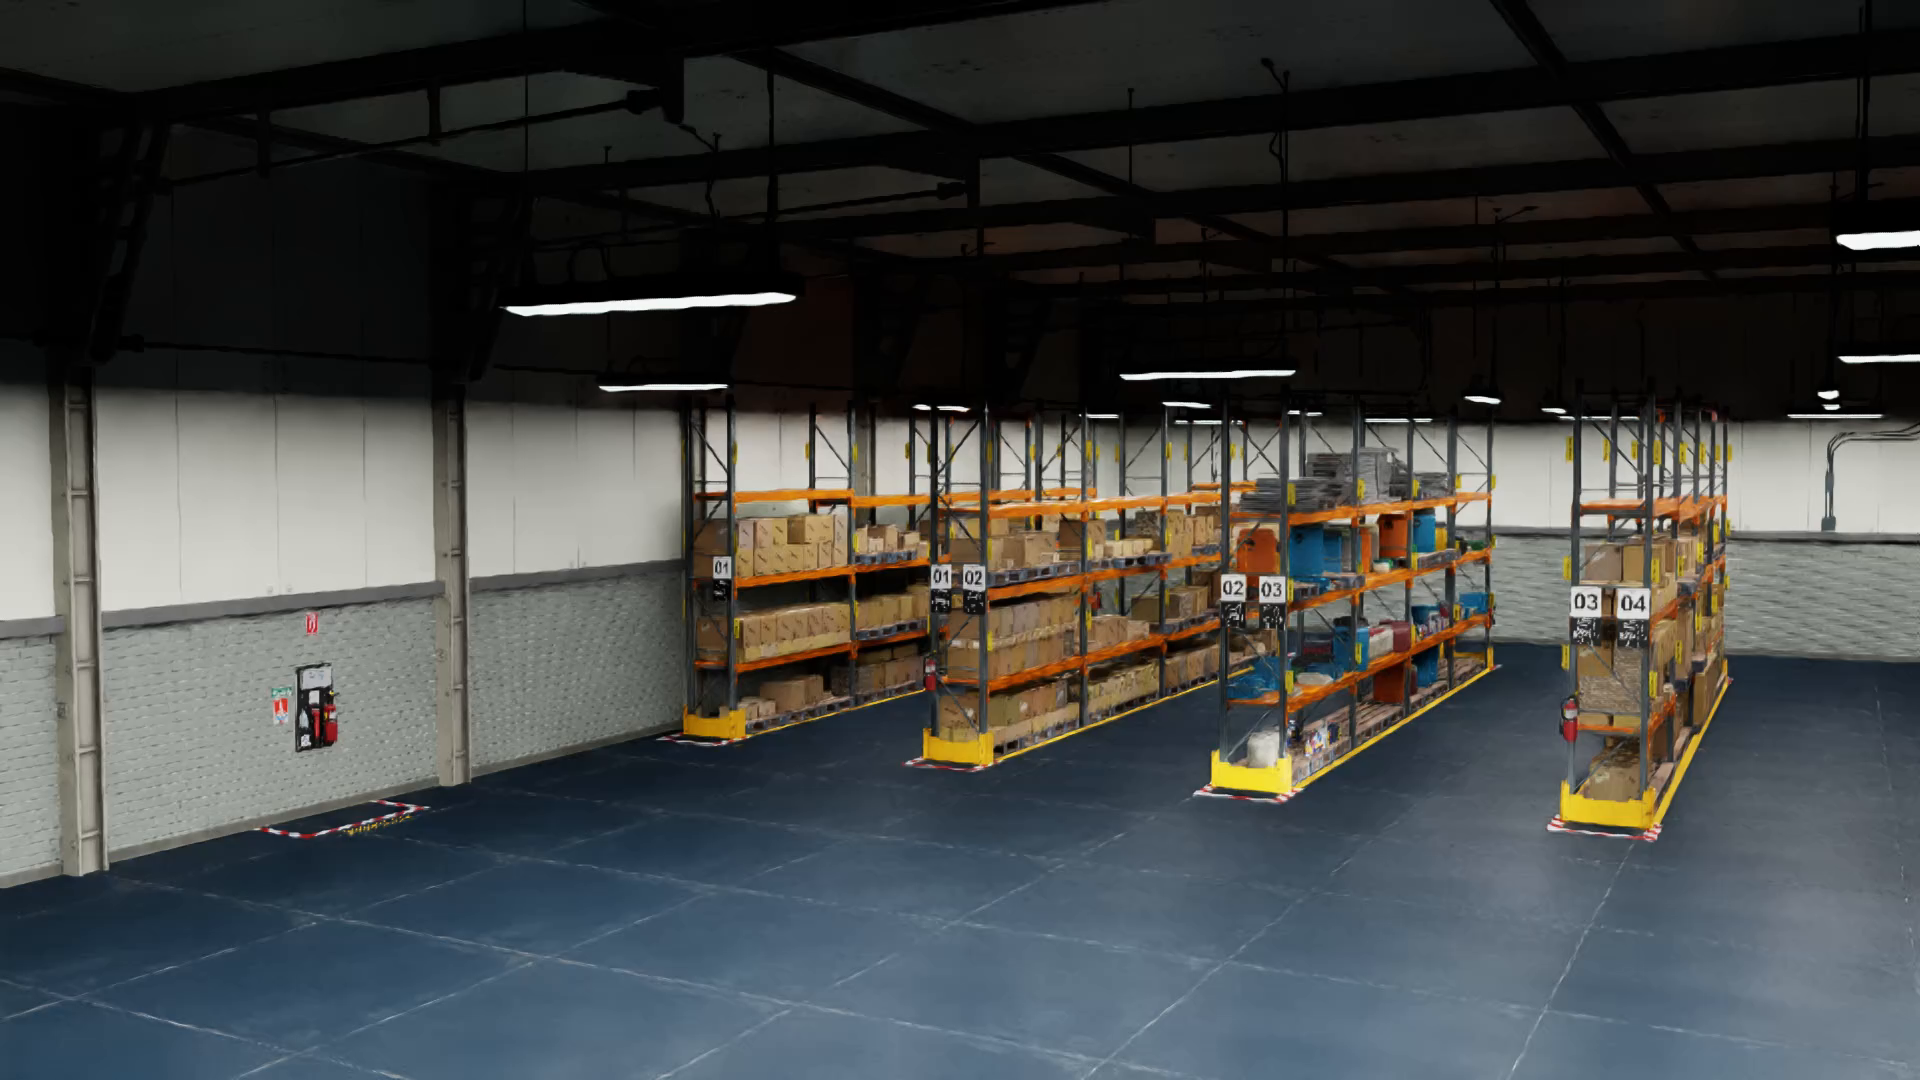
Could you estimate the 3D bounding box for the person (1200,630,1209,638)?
[{"bbox_3d":[6.258,1.888,42.067,0.404,1.763,0.664,0,3,5],"label":"person"}]
